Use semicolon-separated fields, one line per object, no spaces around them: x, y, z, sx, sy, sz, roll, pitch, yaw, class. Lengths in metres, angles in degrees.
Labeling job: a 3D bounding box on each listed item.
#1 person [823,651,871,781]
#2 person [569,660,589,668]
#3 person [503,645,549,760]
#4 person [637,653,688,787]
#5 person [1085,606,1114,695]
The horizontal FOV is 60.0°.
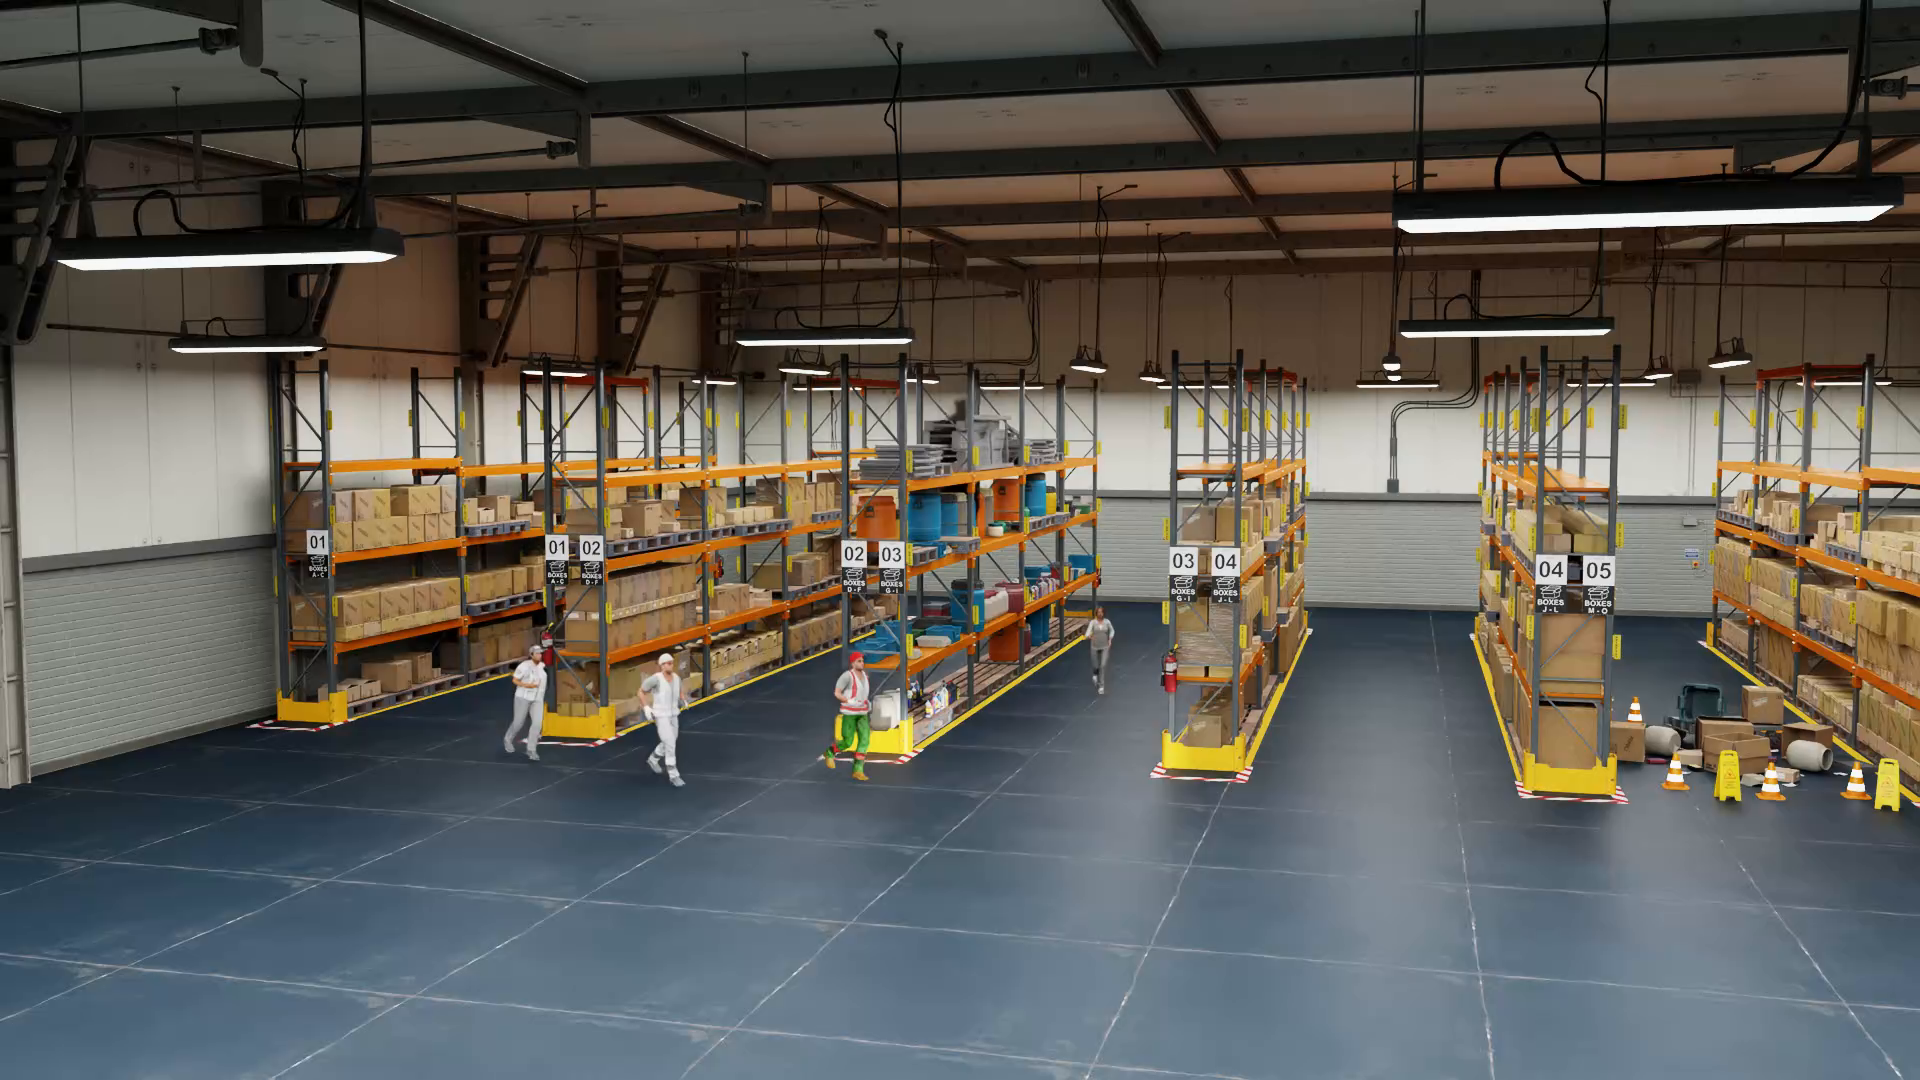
-1.508;2.447;23.375;0.670;1.775;0.839;-4;6;-45;person
-7.073;1.892;31.080;0.717;1.747;0.645;0;4;7;person
-6.409;2.399;24.860;0.618;1.665;0.861;-4;6;-43;person
-4.091;2.463;23.006;0.878;1.810;0.681;3;5;39;person
2.572;2.004;30.528;0.541;1.567;0.843;0;4;2;person
